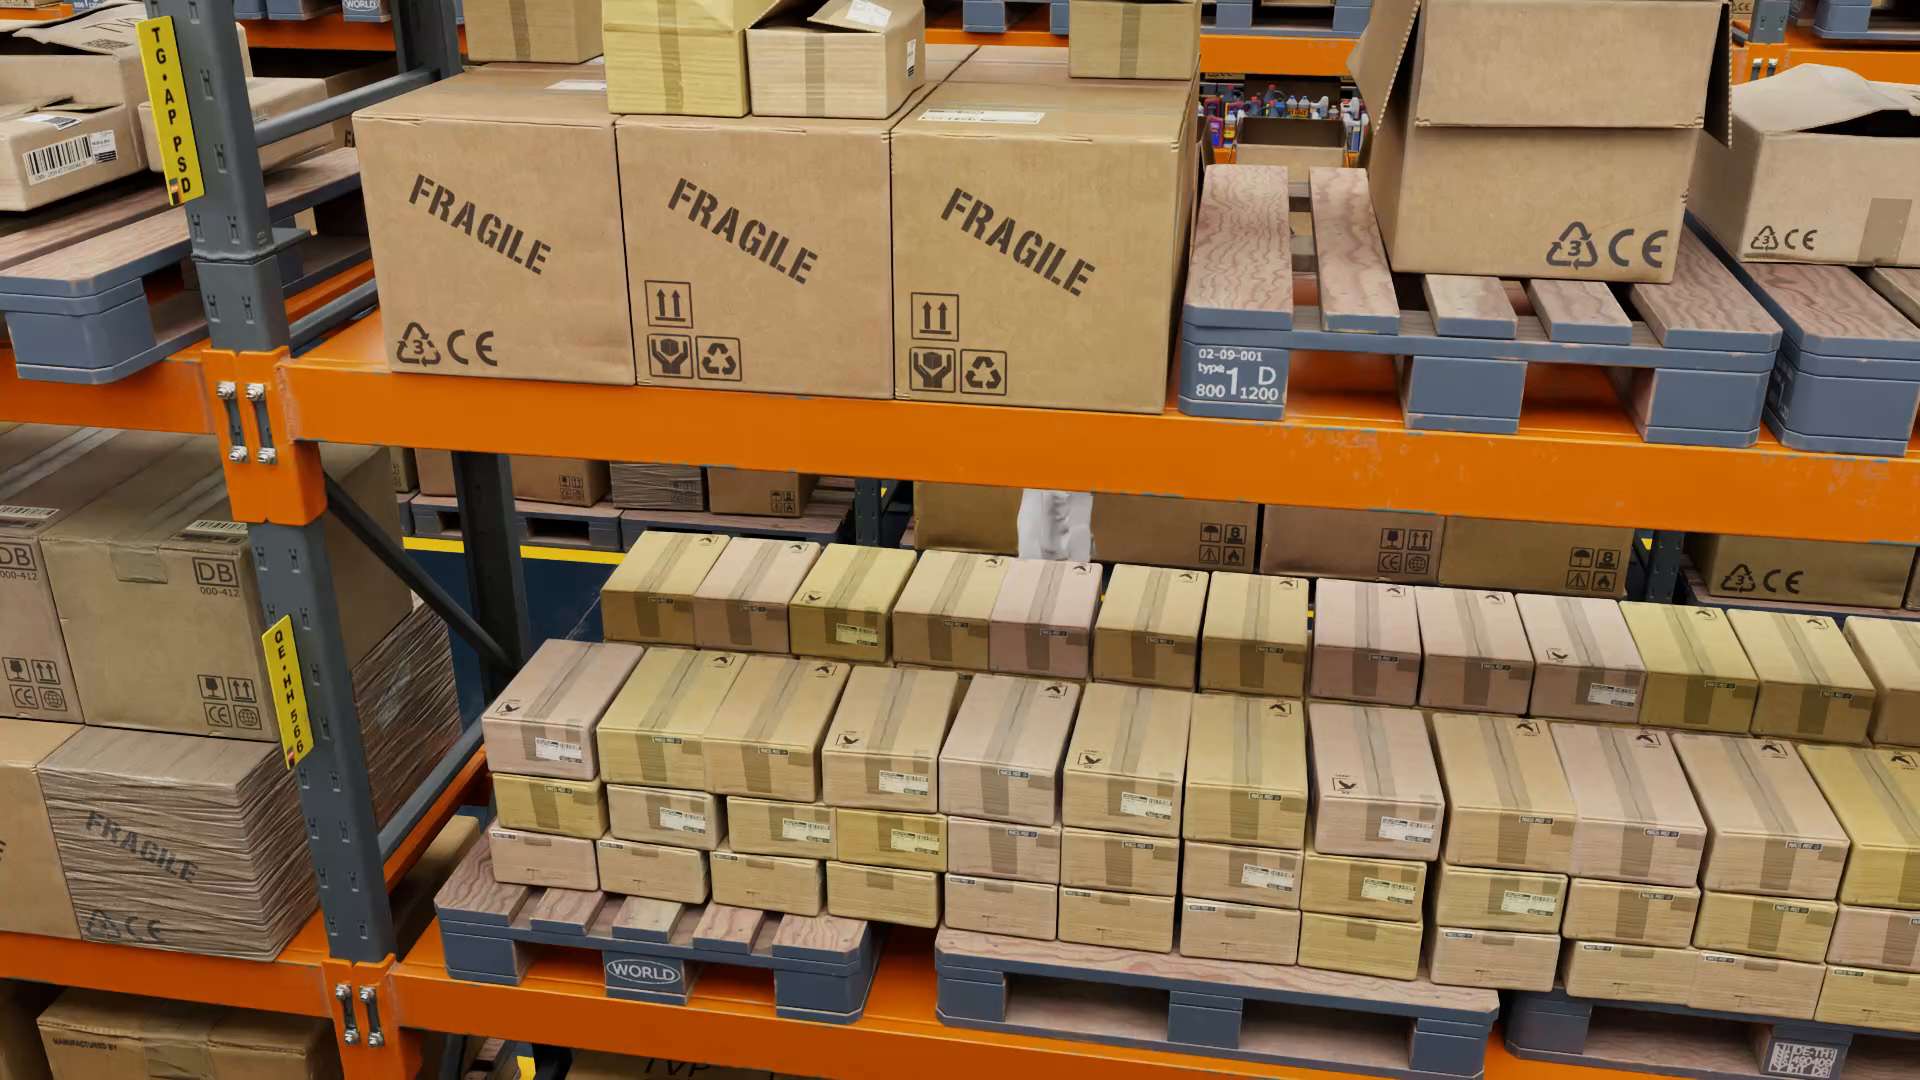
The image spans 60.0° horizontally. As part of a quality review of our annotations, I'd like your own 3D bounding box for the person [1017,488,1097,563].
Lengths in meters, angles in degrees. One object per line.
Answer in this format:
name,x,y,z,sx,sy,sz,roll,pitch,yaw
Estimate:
person,0.328,-0.002,7.238,0.600,1.673,0.656,-1,25,-2
